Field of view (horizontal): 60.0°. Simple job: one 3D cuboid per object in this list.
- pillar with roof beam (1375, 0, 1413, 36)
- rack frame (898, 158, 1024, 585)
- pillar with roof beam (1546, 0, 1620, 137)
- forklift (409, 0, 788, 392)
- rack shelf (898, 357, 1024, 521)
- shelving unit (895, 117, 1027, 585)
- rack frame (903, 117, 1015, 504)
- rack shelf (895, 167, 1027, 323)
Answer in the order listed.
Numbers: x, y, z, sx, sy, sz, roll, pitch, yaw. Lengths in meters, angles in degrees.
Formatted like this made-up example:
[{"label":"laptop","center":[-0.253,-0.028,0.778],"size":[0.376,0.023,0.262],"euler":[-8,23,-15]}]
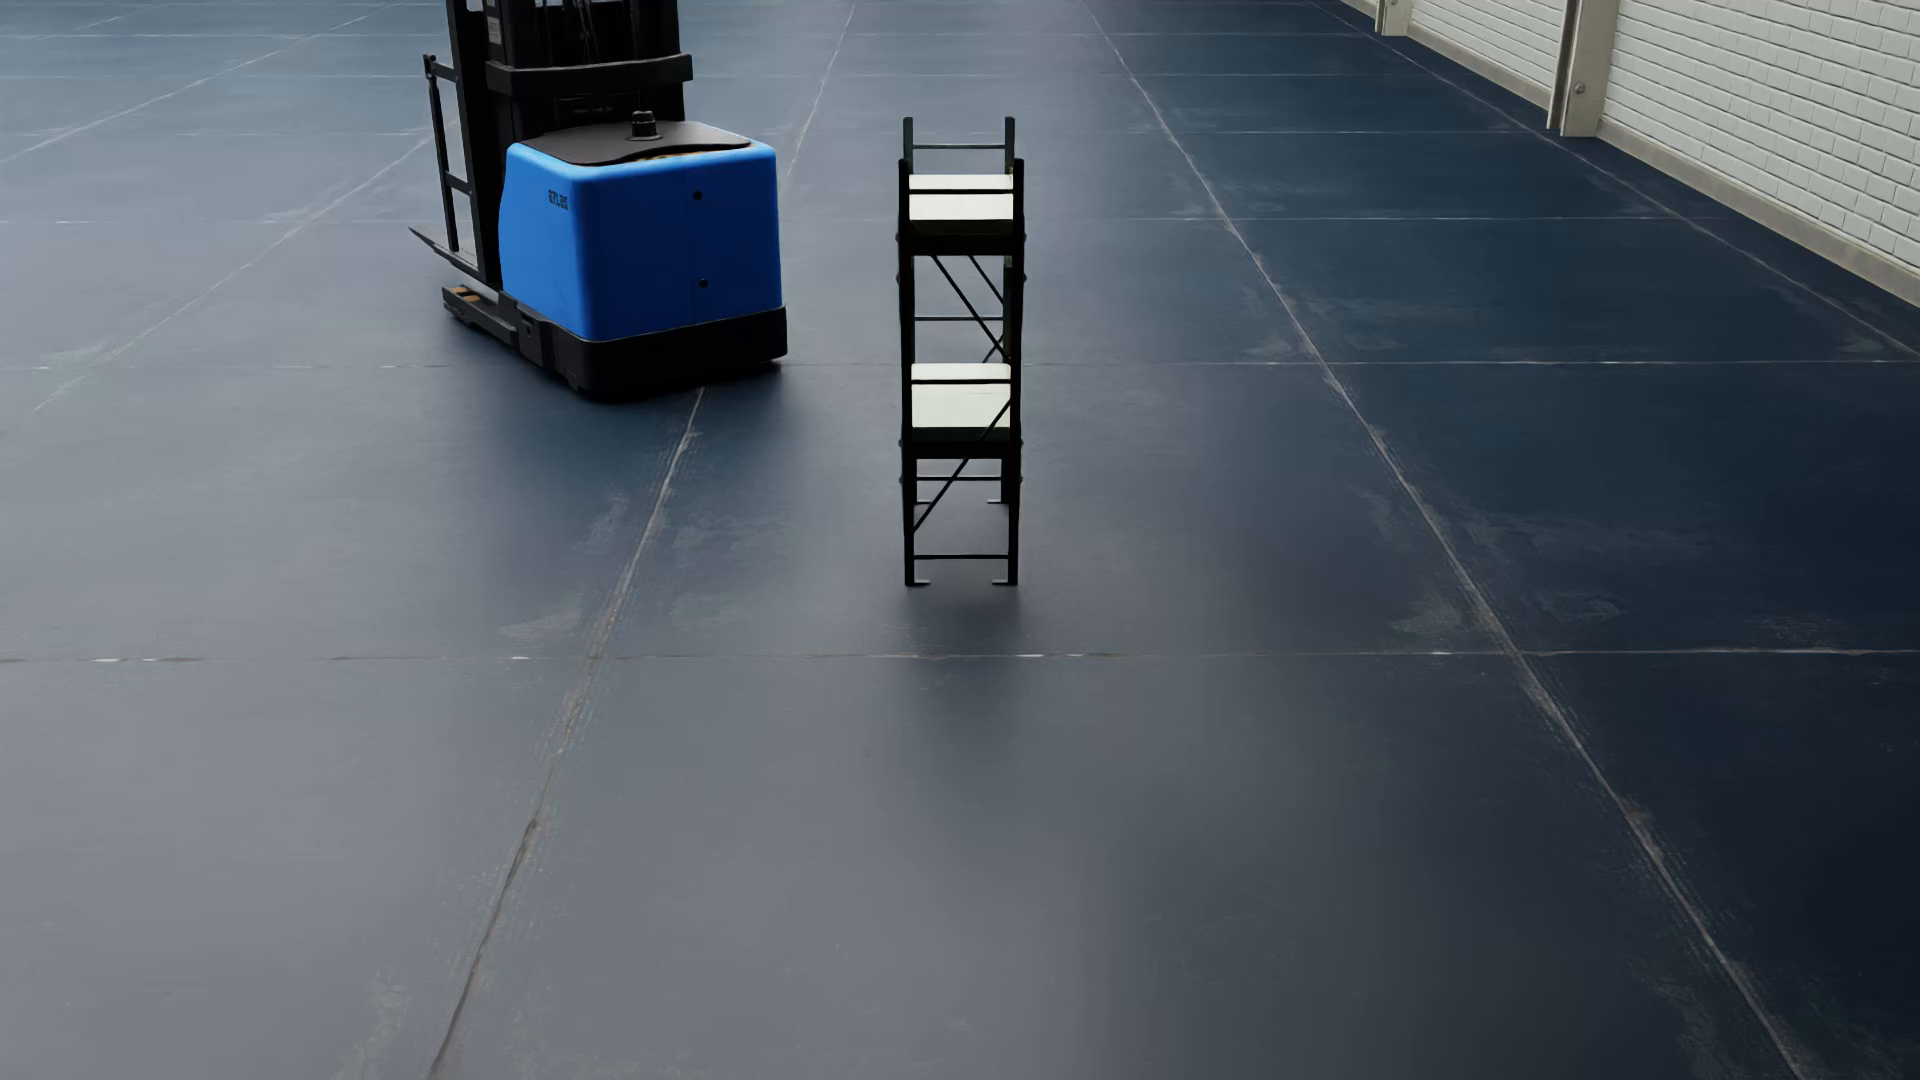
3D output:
[{"label":"pillar with roof beam","center":[0.667,-9.908,17.238],"size":[9.100,9.000,0.400],"euler":[0,24,-1]},{"label":"rack frame","center":[0.004,-0.530,5.601],"size":[0.400,1.500,0.023],"euler":[0,24,-1]},{"label":"pillar with roof beam","center":[0.733,-7.436,11.771],"size":[9.100,9.000,0.400],"euler":[0,24,-1]},{"label":"forklift","center":[-2.099,-2.556,8.345],"size":[1.130,2.935,3.031],"euler":[-16,29,-32]},{"label":"rack shelf","center":[0.000,-0.384,6.069],"size":[0.431,0.370,0.720],"euler":[0,24,-1]},{"label":"shelving unit","center":[0.000,-0.681,5.935],"size":[0.431,1.500,0.755],"euler":[0,24,-1]},{"label":"rack frame","center":[-0.004,-0.831,6.268],"size":[0.400,1.500,0.023],"euler":[0,24,-1]},{"label":"rack shelf","center":[0.000,-1.036,5.774],"size":[0.431,0.370,0.720],"euler":[0,24,-1]}]
